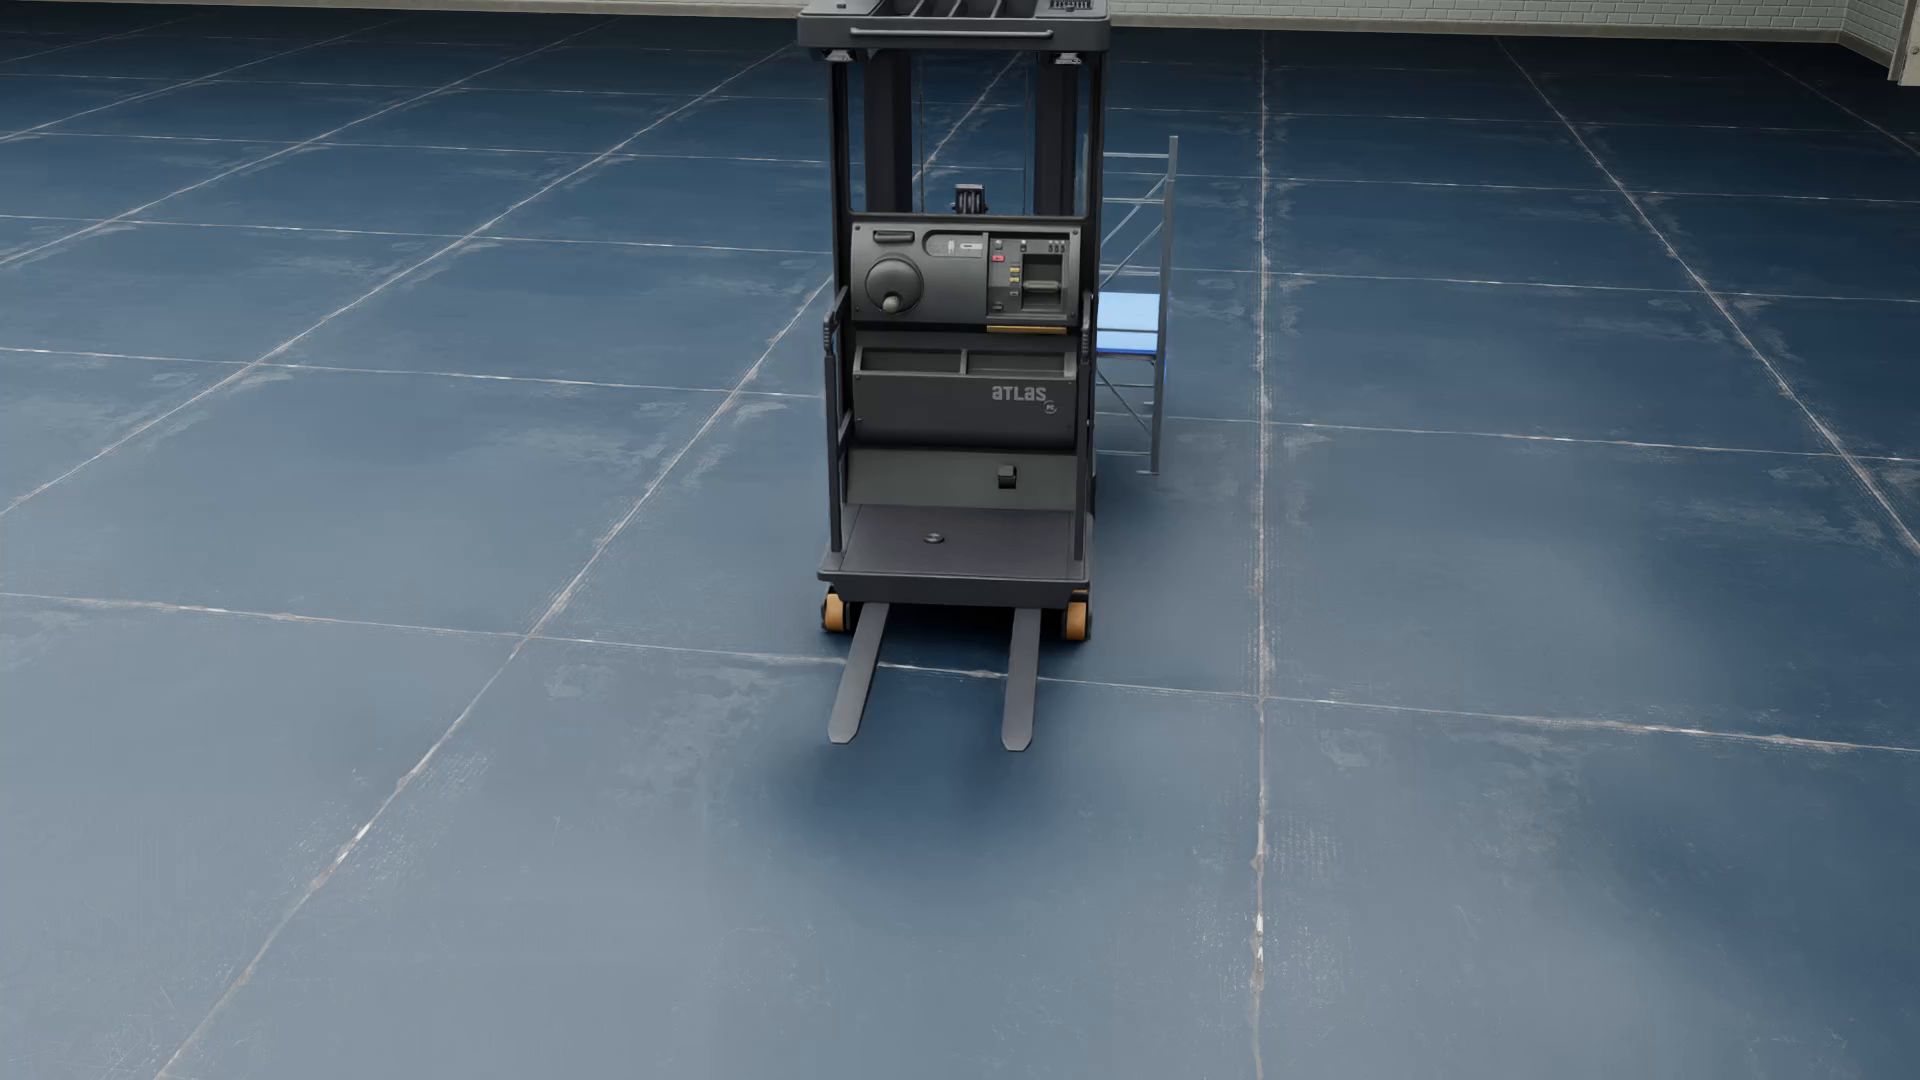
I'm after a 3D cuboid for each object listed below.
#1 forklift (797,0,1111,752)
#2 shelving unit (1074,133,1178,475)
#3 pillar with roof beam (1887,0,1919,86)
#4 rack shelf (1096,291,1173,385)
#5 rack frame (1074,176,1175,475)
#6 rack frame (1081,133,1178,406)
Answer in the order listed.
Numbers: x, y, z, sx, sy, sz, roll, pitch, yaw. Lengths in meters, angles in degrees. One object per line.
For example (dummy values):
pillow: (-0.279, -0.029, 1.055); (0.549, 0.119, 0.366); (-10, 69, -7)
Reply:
forklift: (0.007, -1.057, 6.550); (1.130, 2.935, 3.031); (2, 25, 4)
shelving unit: (0.832, -1.243, 8.637); (0.538, 1.500, 1.048); (3, 25, 7)
pillar with roof beam: (6.461, -9.542, 17.522); (9.100, 9.000, 0.400); (4, 25, 9)
rack shelf: (0.832, -1.080, 8.713); (0.538, 0.185, 1.000); (3, 25, 7)
rack frame: (0.763, -1.030, 8.181); (0.500, 1.500, 0.032); (3, 25, 7)
rack frame: (0.900, -1.457, 9.093); (0.500, 1.500, 0.032); (3, 25, 7)
